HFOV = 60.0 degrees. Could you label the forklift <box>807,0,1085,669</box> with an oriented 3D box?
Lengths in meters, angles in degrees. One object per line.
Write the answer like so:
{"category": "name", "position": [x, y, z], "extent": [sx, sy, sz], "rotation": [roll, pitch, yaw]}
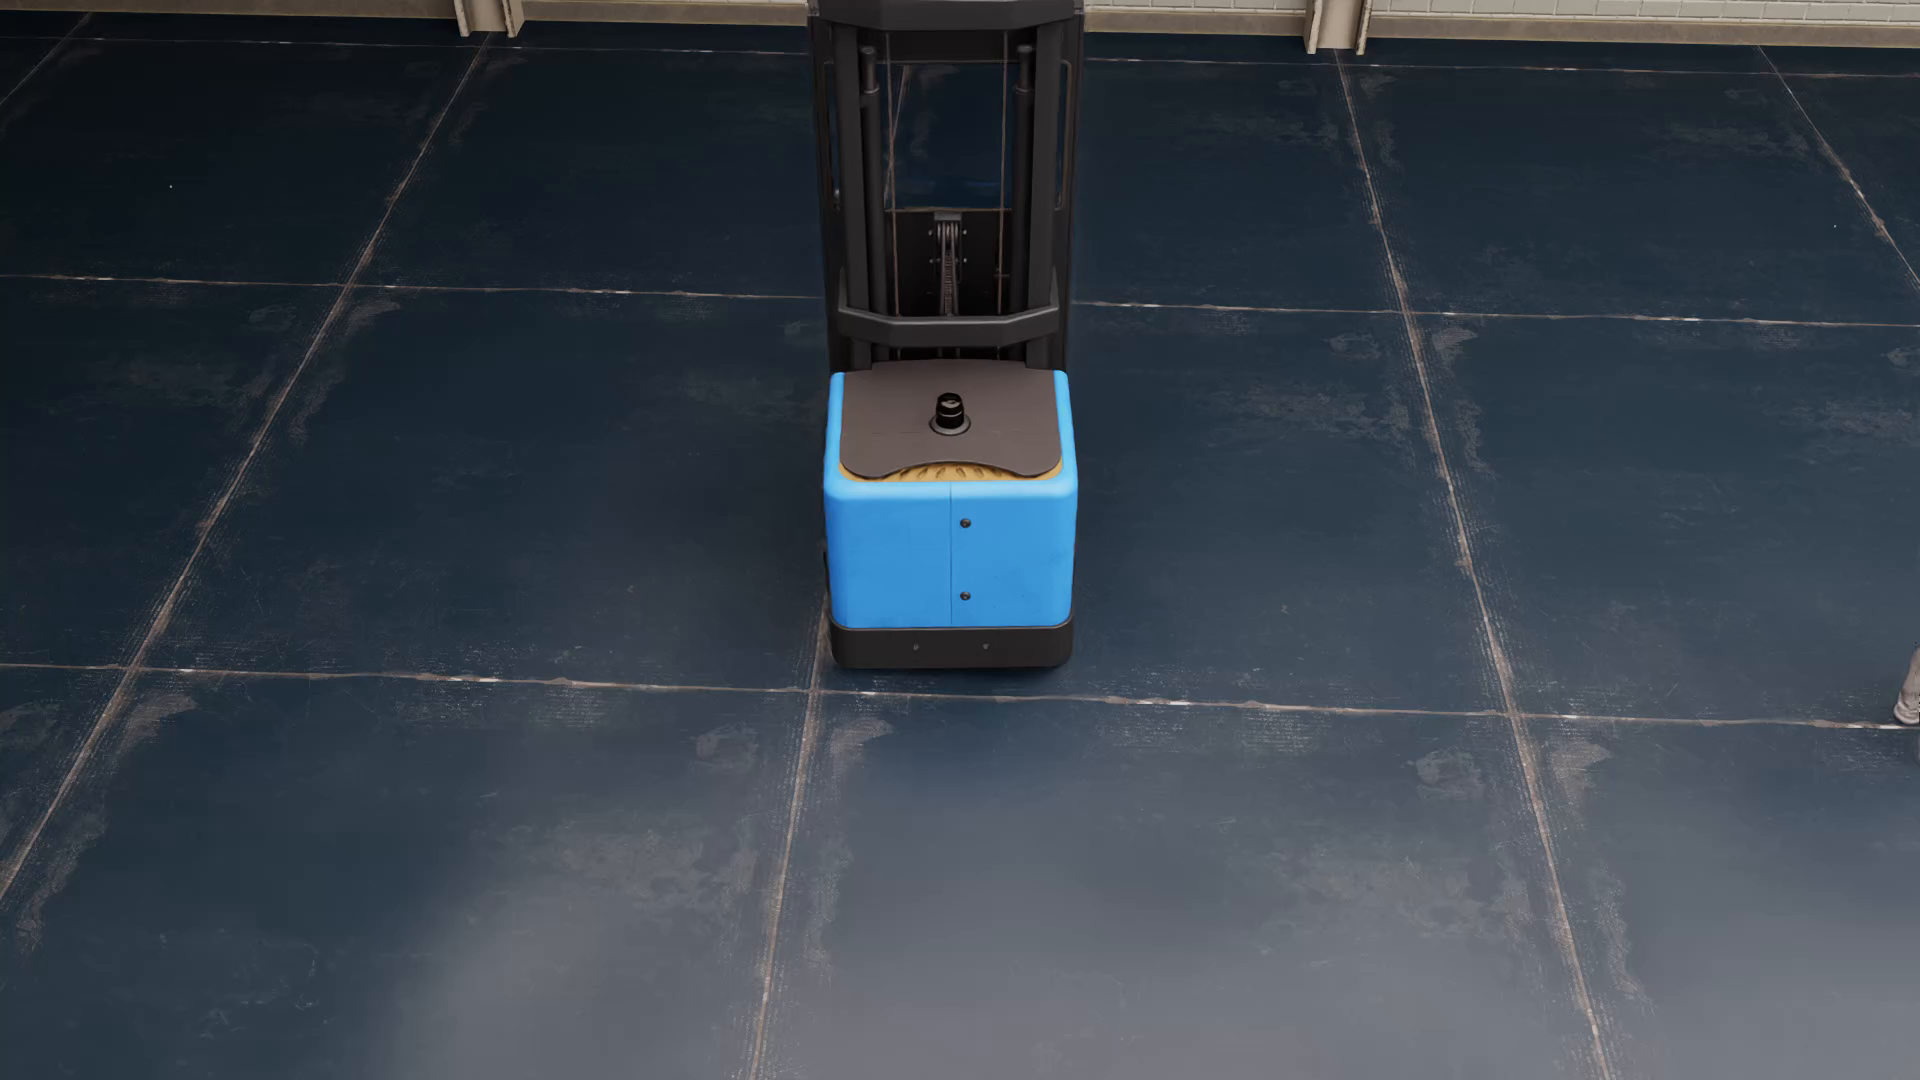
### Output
{"category": "forklift", "position": [-0.060, -1.496, 7.380], "extent": [1.130, 2.935, 3.031], "rotation": [-1, 42, -1]}

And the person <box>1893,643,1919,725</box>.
{"category": "person", "position": [4.062, 0.147, 6.449], "extent": [0.517, 1.776, 0.662], "rotation": [-3, 42, -3]}
